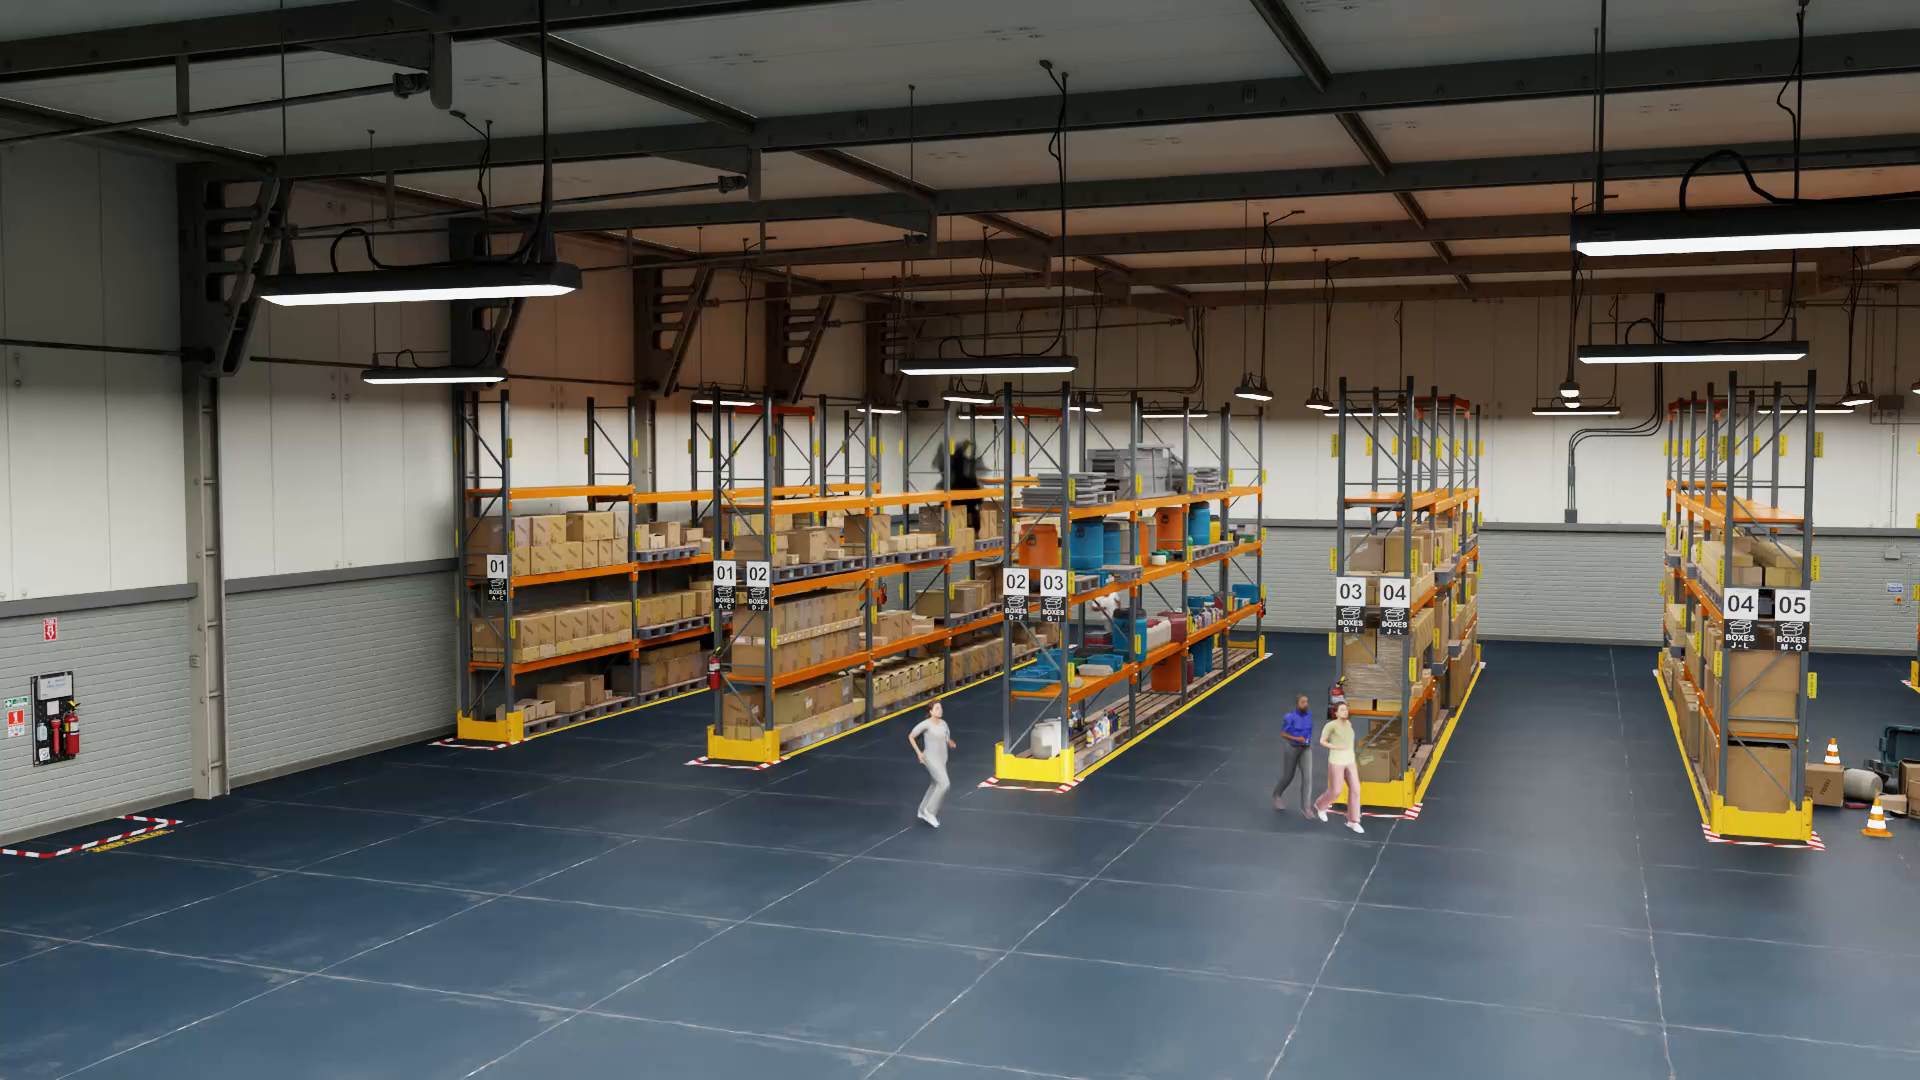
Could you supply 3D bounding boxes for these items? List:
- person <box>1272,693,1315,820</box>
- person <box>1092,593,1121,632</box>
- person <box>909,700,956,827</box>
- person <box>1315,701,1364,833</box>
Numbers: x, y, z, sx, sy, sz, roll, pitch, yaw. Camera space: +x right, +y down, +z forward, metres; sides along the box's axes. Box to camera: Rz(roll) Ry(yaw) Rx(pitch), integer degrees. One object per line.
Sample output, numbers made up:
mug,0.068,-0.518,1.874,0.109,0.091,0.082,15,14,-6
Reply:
person,4.609,2.915,22.723,0.555,1.664,0.900,-1,3,-16
person,3.567,1.915,40.503,0.717,1.778,0.897,0,3,2
person,-0.325,2.951,22.034,0.685,1.671,0.535,3,4,40
person,4.989,2.959,21.884,0.572,1.681,0.837,-1,3,-24
